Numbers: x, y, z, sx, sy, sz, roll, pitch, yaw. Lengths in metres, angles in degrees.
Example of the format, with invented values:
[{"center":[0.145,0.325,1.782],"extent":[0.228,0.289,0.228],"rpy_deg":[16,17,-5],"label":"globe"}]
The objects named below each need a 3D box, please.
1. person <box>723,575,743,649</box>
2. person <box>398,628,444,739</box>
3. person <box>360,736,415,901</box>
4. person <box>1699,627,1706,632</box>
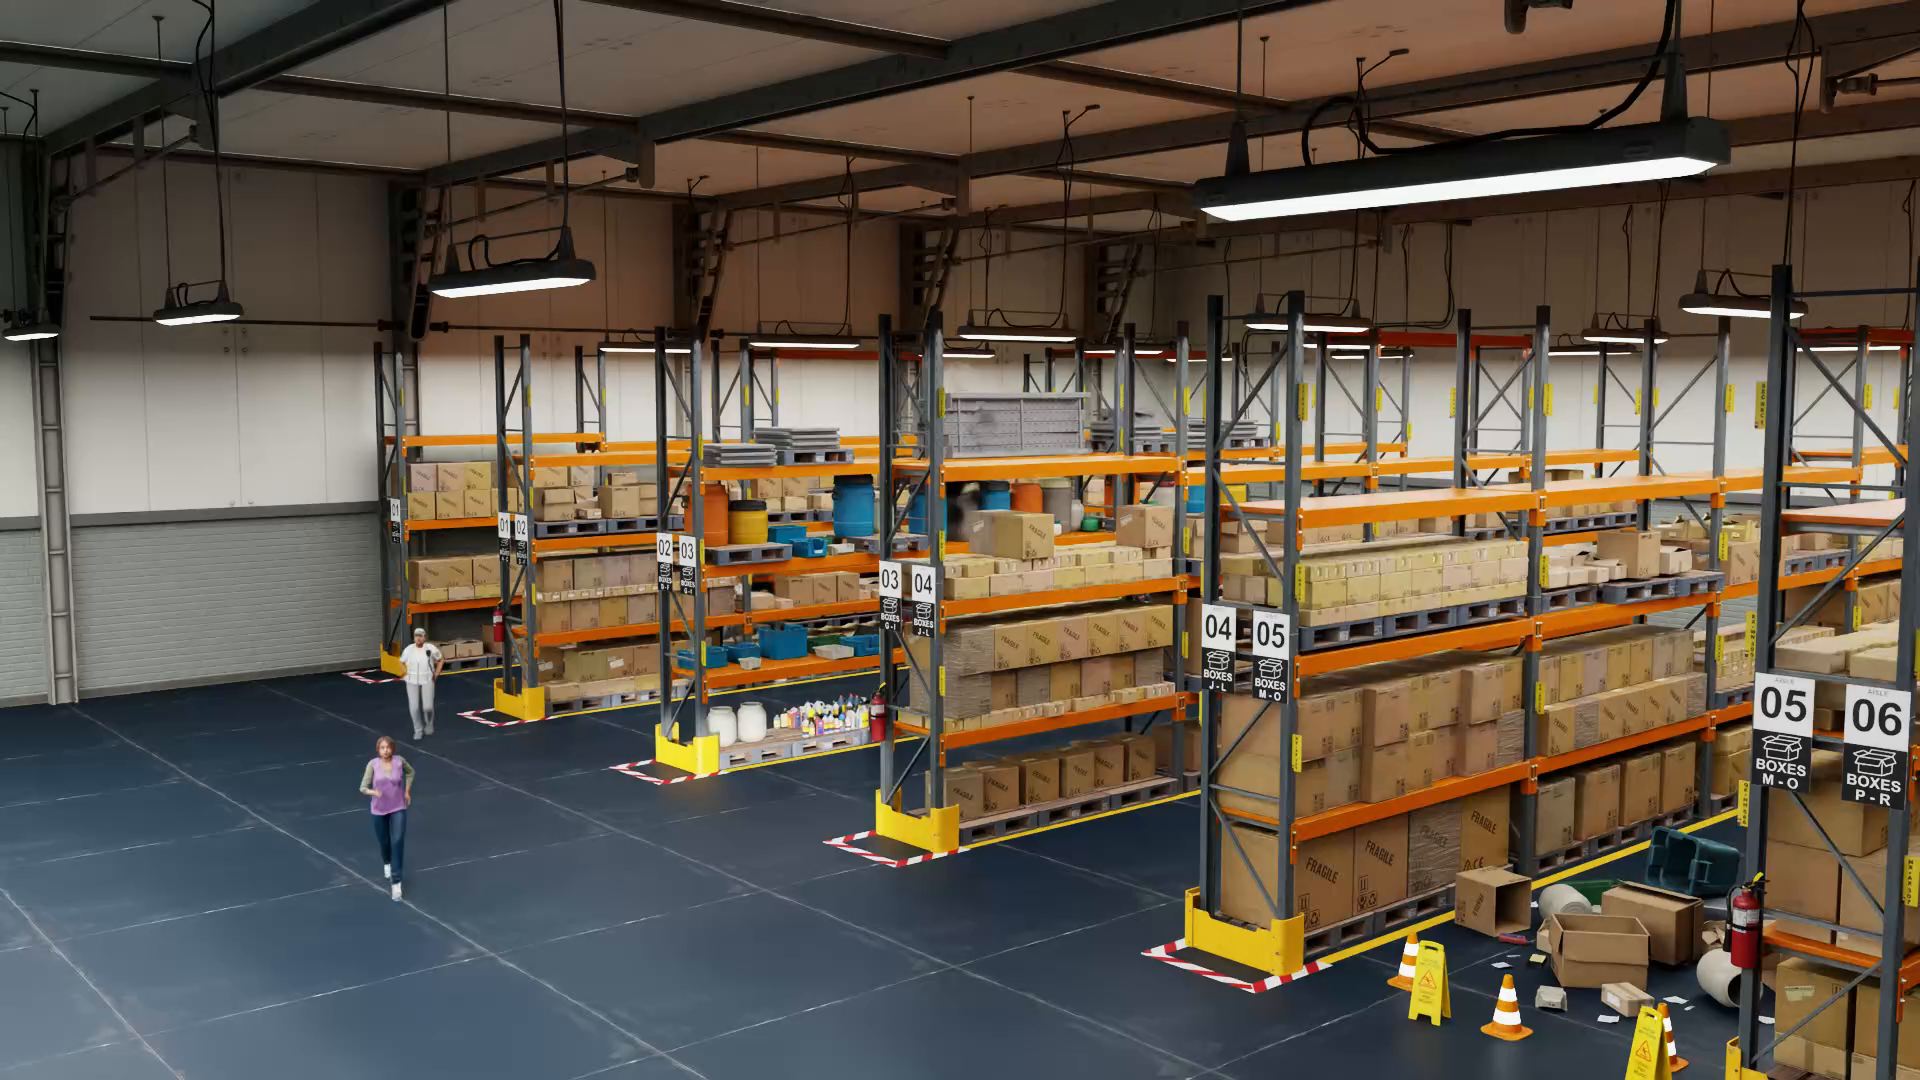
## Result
[{"center":[-4.189,1.462,31.192],"extent":[0.782,1.855,0.641],"rpy_deg":[-4,7,-39],"label":"person"},{"center":[-7.980,2.127,24.532],"extent":[0.614,1.642,0.497],"rpy_deg":[-1,5,-8],"label":"person"},{"center":[-5.873,2.806,17.082],"extent":[0.530,1.629,0.817],"rpy_deg":[-2,5,-17],"label":"person"},{"center":[11.229,2.099,25.065],"extent":[0.634,1.570,0.541],"rpy_deg":[-4,6,-35],"label":"person"}]
